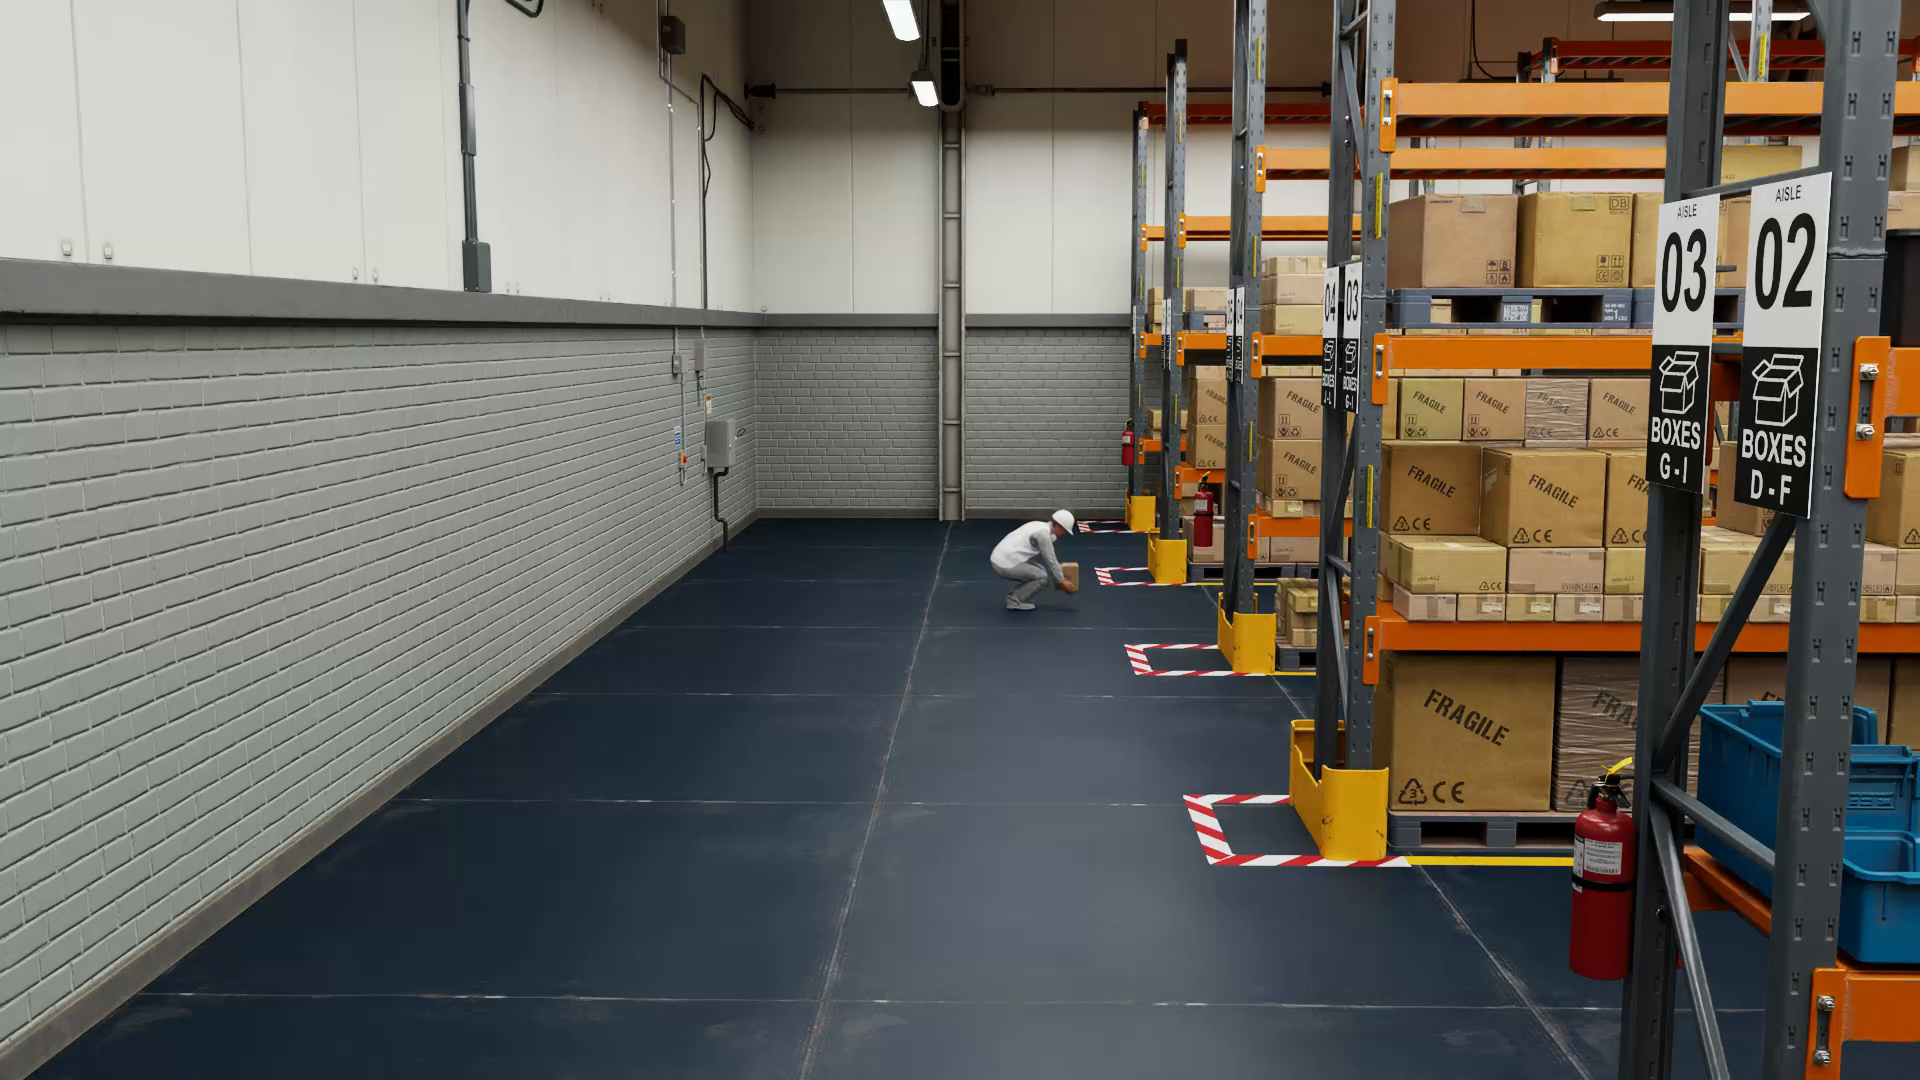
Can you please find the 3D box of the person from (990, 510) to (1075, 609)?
[{"bbox_3d":[0.748,0.197,17.171,0.870,1.012,0.541,0,7,1],"label":"person"}]
